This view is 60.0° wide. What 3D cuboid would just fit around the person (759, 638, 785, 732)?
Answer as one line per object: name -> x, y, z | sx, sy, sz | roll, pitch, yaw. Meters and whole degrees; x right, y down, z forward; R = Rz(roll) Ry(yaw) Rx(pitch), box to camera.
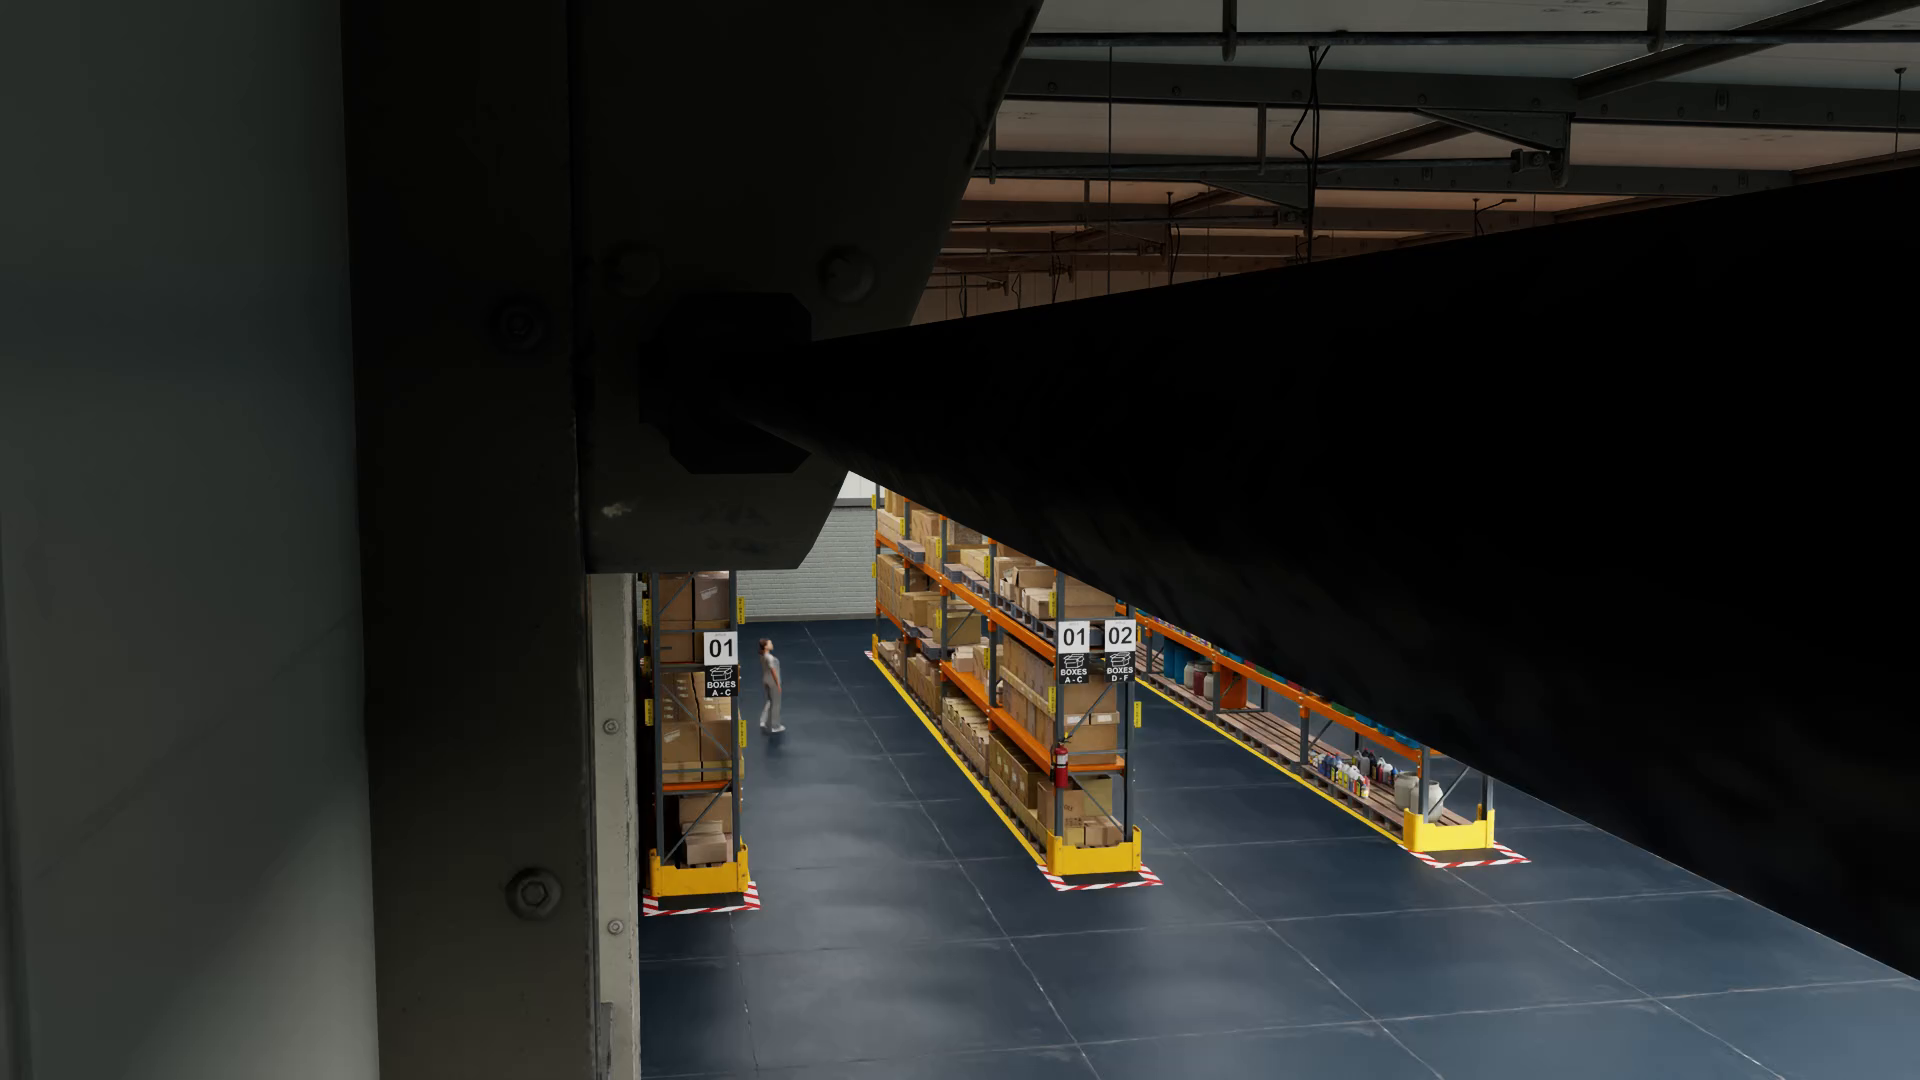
person -> -3.266, 2.523, 29.015 | 0.476, 1.664, 0.486 | -5, 8, -41
